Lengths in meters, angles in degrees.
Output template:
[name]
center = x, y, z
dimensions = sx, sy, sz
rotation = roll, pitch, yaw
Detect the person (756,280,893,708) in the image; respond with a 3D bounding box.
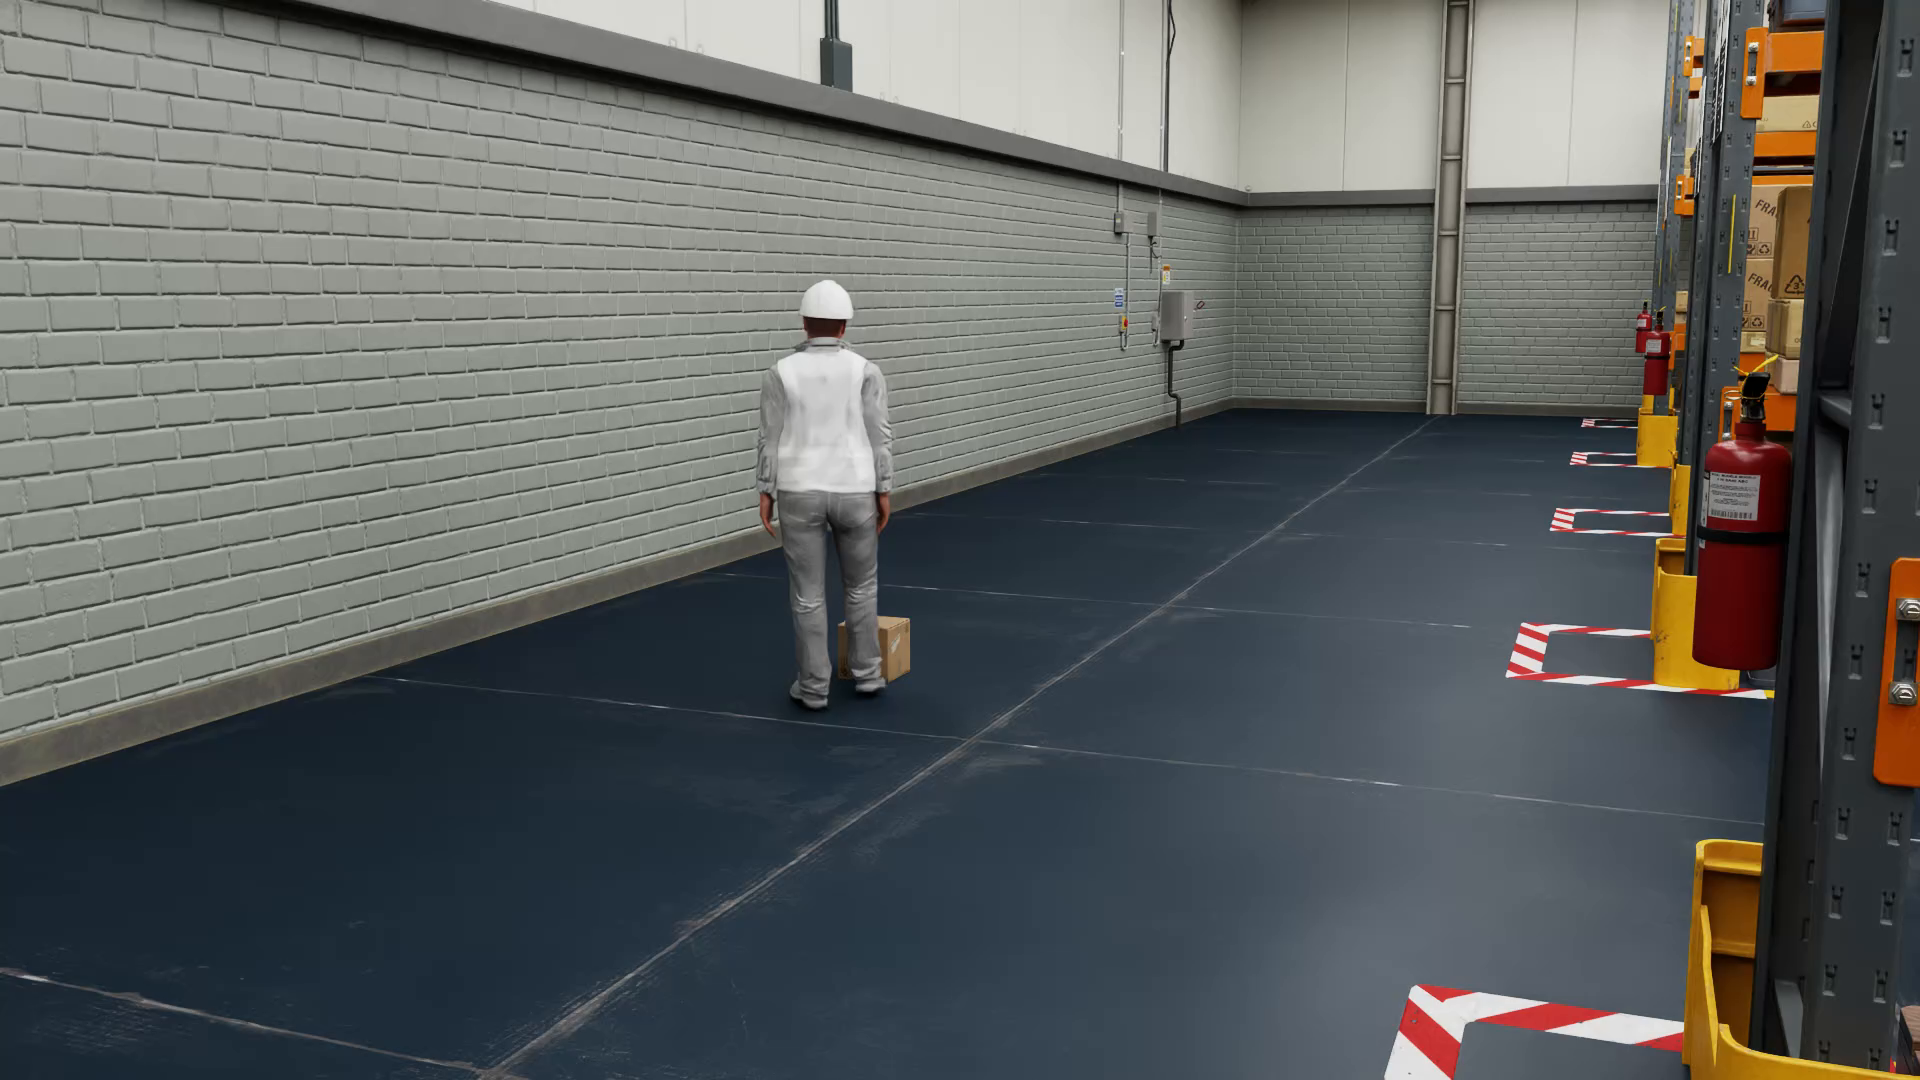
[person]
center = -0.574, -0.196, 7.056
dimensions = 0.571, 1.791, 0.529
rotation = -1, 9, -5
